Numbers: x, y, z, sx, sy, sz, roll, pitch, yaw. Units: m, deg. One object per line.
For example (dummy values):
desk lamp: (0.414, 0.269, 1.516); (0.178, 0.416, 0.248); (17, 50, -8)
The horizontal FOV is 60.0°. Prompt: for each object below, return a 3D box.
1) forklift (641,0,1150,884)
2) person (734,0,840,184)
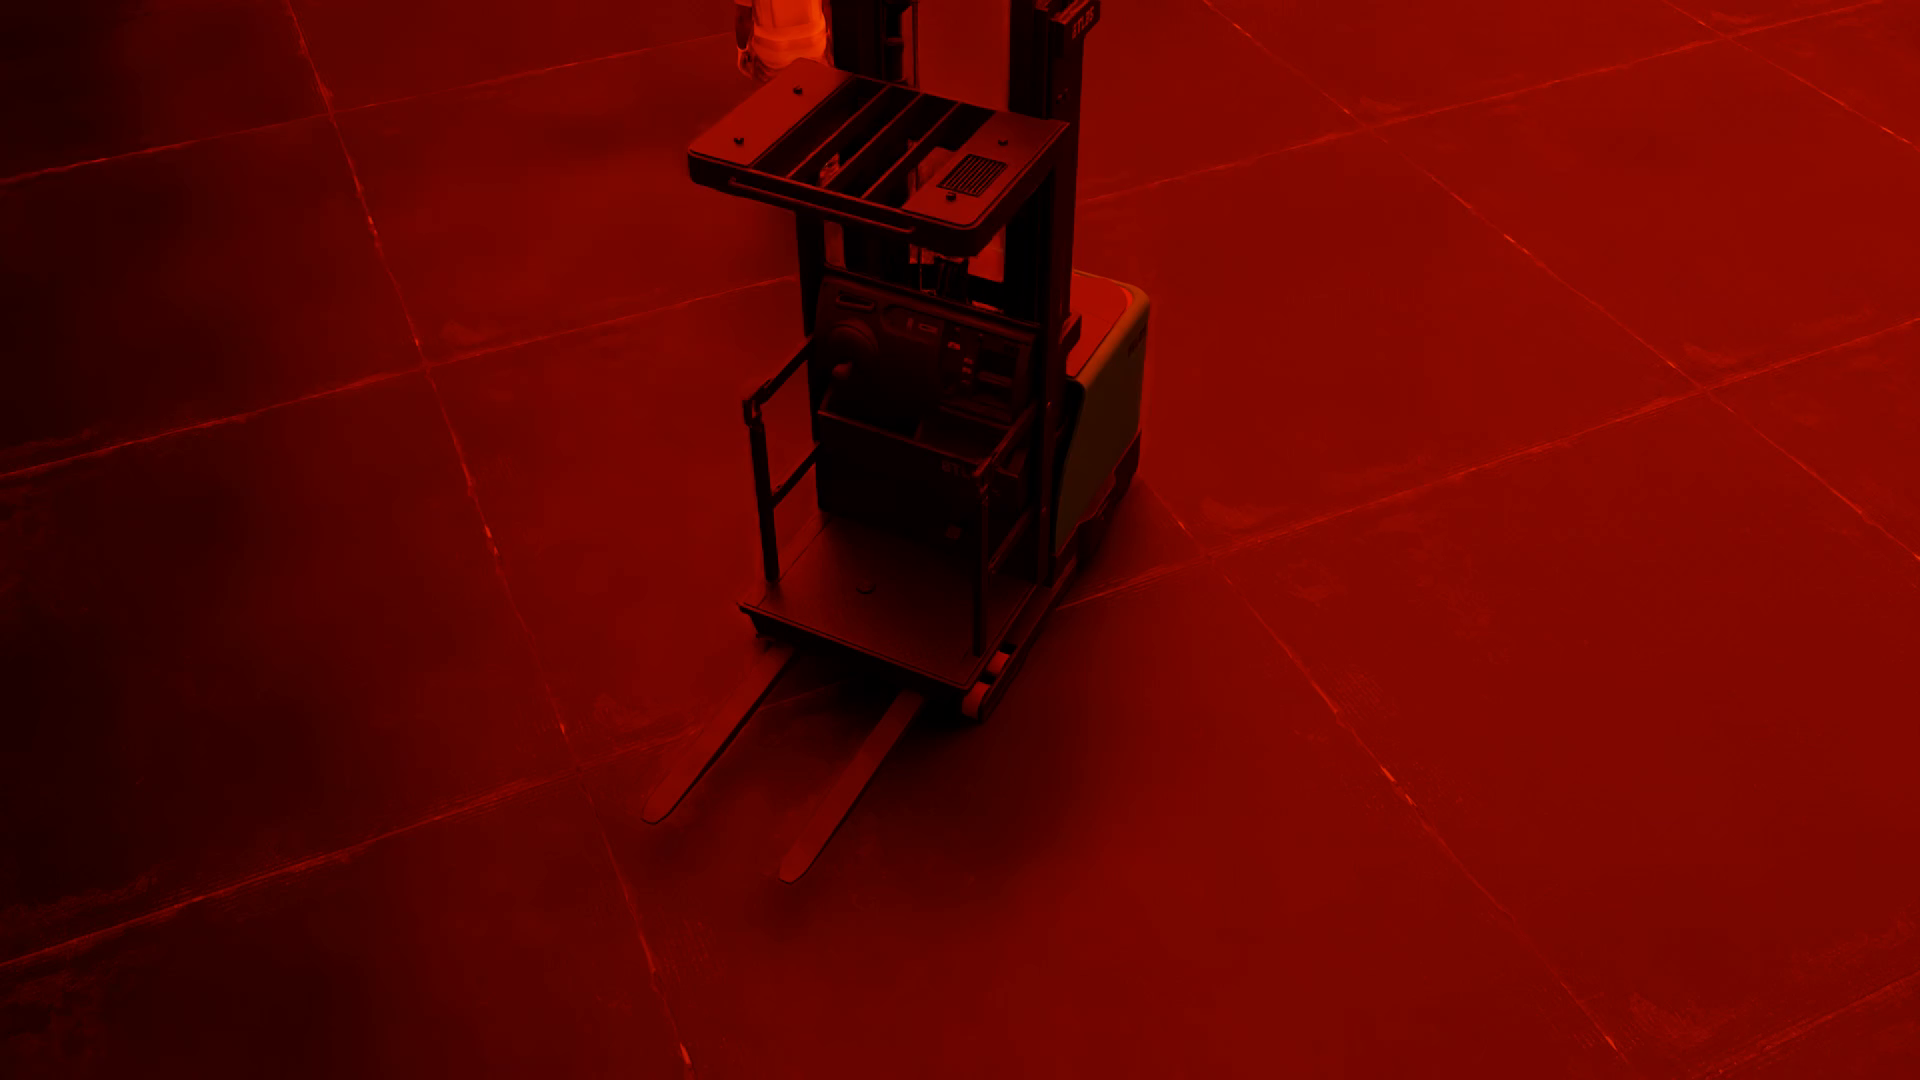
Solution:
forklift: (-0.244, -0.662, 6.390); (1.130, 2.935, 3.031); (19, 46, 19)
person: (-0.988, -2.853, 9.588); (0.616, 1.772, 0.449); (-12, 44, -12)
